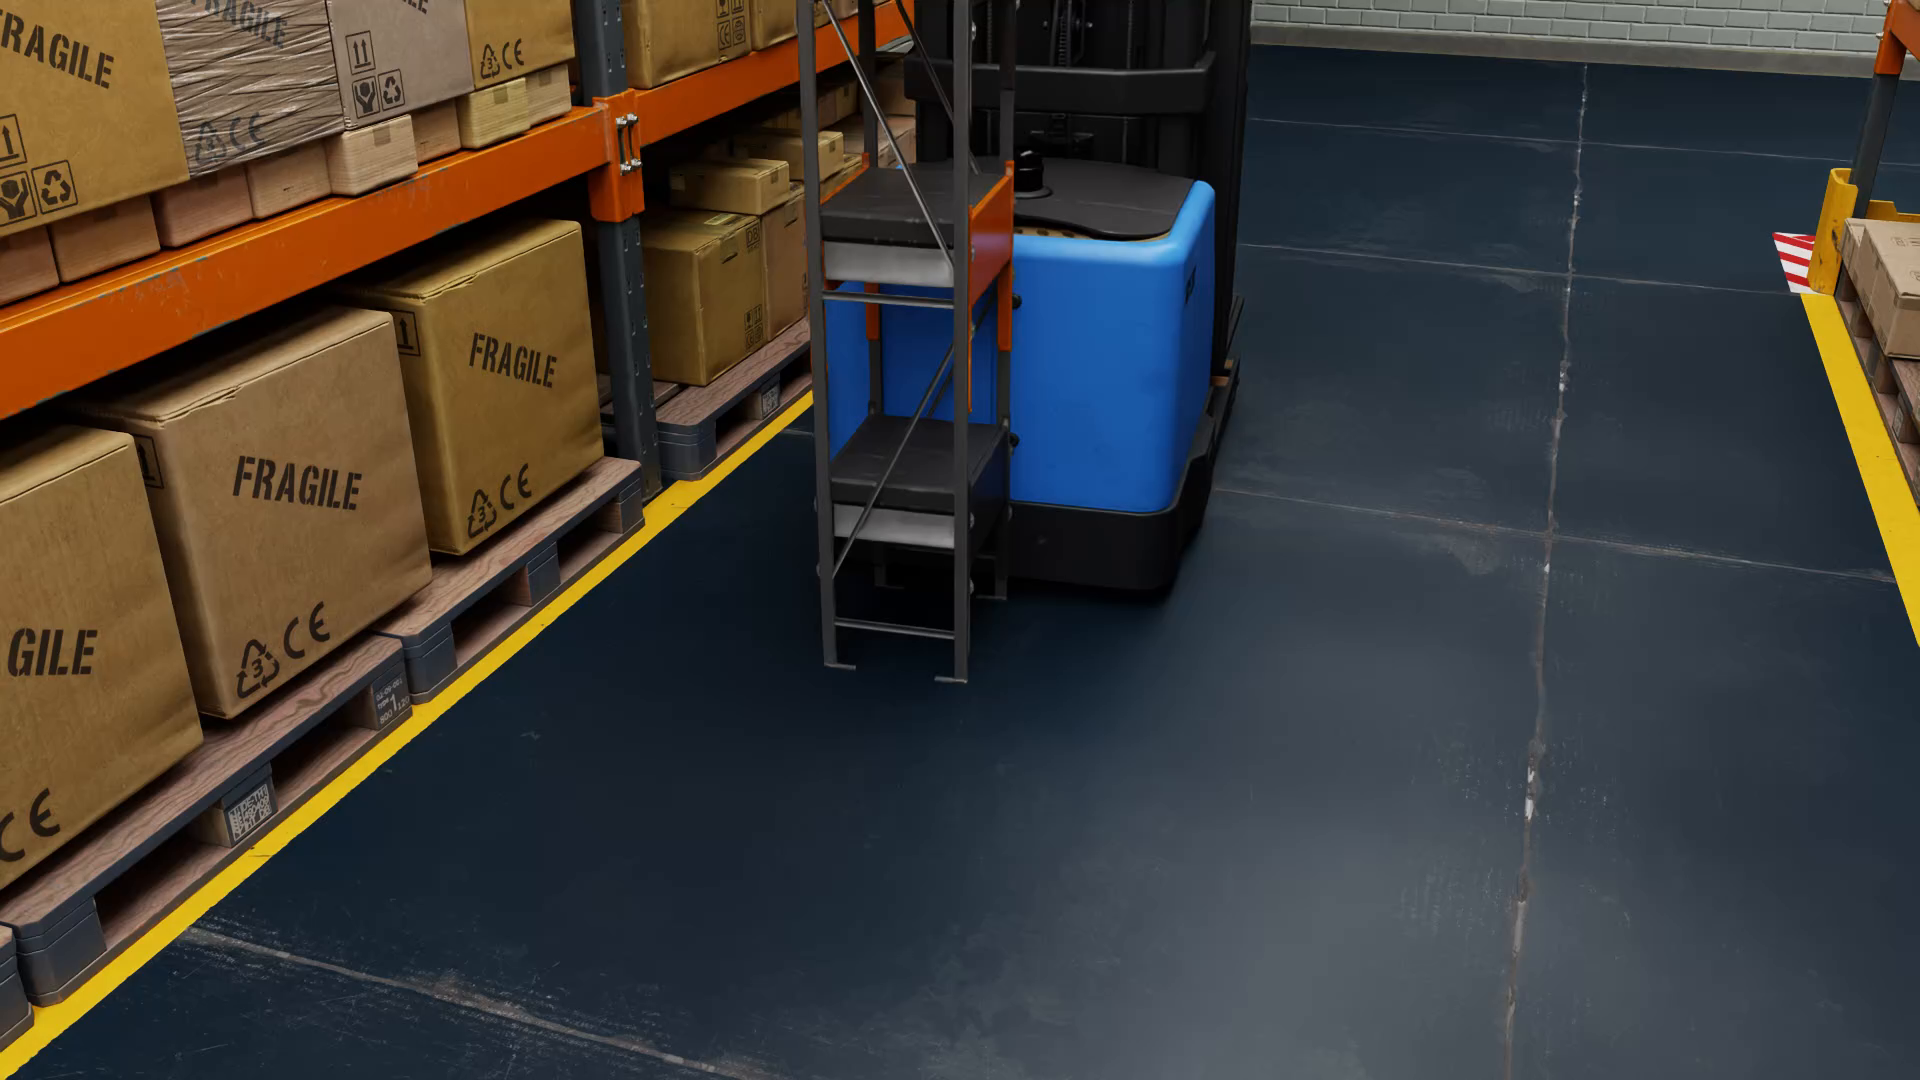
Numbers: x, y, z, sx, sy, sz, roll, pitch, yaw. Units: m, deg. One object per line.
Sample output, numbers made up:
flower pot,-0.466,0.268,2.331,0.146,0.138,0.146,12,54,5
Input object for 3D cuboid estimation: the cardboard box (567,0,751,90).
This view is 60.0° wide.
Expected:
cardboard box,-1.294,-1.917,5.423,0.980,0.700,0.700,9,27,18

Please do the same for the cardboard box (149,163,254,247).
cardboard box,-1.799,-0.761,3.646,0.380,0.149,0.250,8,27,16

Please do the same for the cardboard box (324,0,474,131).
cardboard box,-1.566,-1.312,4.038,0.500,0.500,0.500,9,27,18

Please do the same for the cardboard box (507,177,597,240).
cardboard box,-1.379,-1.179,5.885,0.380,0.149,0.250,9,27,17

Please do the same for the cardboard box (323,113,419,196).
cardboard box,-1.558,-0.953,4.042,0.380,0.149,0.250,9,27,17

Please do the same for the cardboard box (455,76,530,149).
cardboard box,-1.397,-1.170,4.490,0.380,0.149,0.250,9,27,18

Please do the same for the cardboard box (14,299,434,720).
cardboard box,-1.876,-0.131,4.063,0.750,0.750,0.750,10,27,19

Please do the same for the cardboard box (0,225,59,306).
cardboard box,-1.992,-0.547,3.203,0.380,0.149,0.250,9,27,18

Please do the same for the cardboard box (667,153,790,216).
cardboard box,-0.858,-1.324,6.184,0.380,0.149,0.250,10,27,19

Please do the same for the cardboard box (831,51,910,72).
cardboard box,-0.444,-2.339,8.281,0.380,0.149,0.250,9,27,18

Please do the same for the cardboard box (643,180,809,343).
cardboard box,-0.974,-1.124,6.515,0.700,0.500,0.500,8,27,17

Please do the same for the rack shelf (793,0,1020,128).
rack shelf,-0.116,-1.300,3.950,0.431,0.518,0.480,6,27,12

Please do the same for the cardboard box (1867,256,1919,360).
cardboard box,3.733,-0.855,6.225,0.500,0.250,0.500,9,27,17

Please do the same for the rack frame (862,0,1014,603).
rack frame,-0.057,-0.785,4.462,0.400,2.100,0.015,6,27,12

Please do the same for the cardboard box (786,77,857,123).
cardboard box,-0.696,-2.028,7.639,0.380,0.149,0.250,9,27,18

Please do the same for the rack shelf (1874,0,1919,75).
rack shelf,3.849,-1.343,5.406,1.077,0.370,4.000,9,27,17

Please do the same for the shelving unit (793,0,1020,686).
shelving unit,-0.116,-0.682,4.249,0.431,2.100,0.503,6,27,12

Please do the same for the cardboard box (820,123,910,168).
cardboard box,-0.630,-1.554,7.405,0.700,0.500,0.500,8,27,16

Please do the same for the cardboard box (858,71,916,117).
cardboard box,-0.252,-2.074,7.735,0.380,0.149,0.250,9,27,19

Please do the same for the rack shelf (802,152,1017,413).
rack shelf,-0.116,-0.669,4.255,0.431,0.518,0.480,6,27,12

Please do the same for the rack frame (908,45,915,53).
rack frame,-0.158,-3.205,8.427,1.000,3.000,0.127,9,27,17

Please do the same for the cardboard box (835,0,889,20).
cardboard box,-0.813,-2.516,6.661,0.980,0.700,0.700,7,27,15

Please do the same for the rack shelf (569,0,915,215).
rack shelf,-0.824,-2.059,6.887,1.077,0.370,4.000,9,27,17

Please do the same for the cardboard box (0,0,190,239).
cardboard box,-1.902,-0.901,3.189,0.500,0.500,0.500,10,27,19

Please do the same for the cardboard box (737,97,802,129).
cardboard box,-0.864,-1.818,7.205,0.380,0.149,0.250,9,27,18

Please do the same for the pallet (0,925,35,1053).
pallet,-2.487,1.025,2.892,1.003,0.211,1.213,9,27,17

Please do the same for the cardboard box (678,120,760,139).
cardboard box,-1.034,-1.608,6.771,0.380,0.149,0.250,9,27,18

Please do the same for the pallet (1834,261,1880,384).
pallet,4.224,-0.874,6.813,1.003,0.211,1.213,9,27,17

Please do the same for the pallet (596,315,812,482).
pallet,-1.163,-0.607,6.262,1.003,0.211,1.213,9,27,17

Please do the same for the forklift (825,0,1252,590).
forklift,0.449,-1.794,5.592,1.130,2.935,3.031,6,27,12

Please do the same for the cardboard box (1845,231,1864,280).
cardboard box,3.968,-1.186,7.004,0.380,0.166,0.250,9,27,17
